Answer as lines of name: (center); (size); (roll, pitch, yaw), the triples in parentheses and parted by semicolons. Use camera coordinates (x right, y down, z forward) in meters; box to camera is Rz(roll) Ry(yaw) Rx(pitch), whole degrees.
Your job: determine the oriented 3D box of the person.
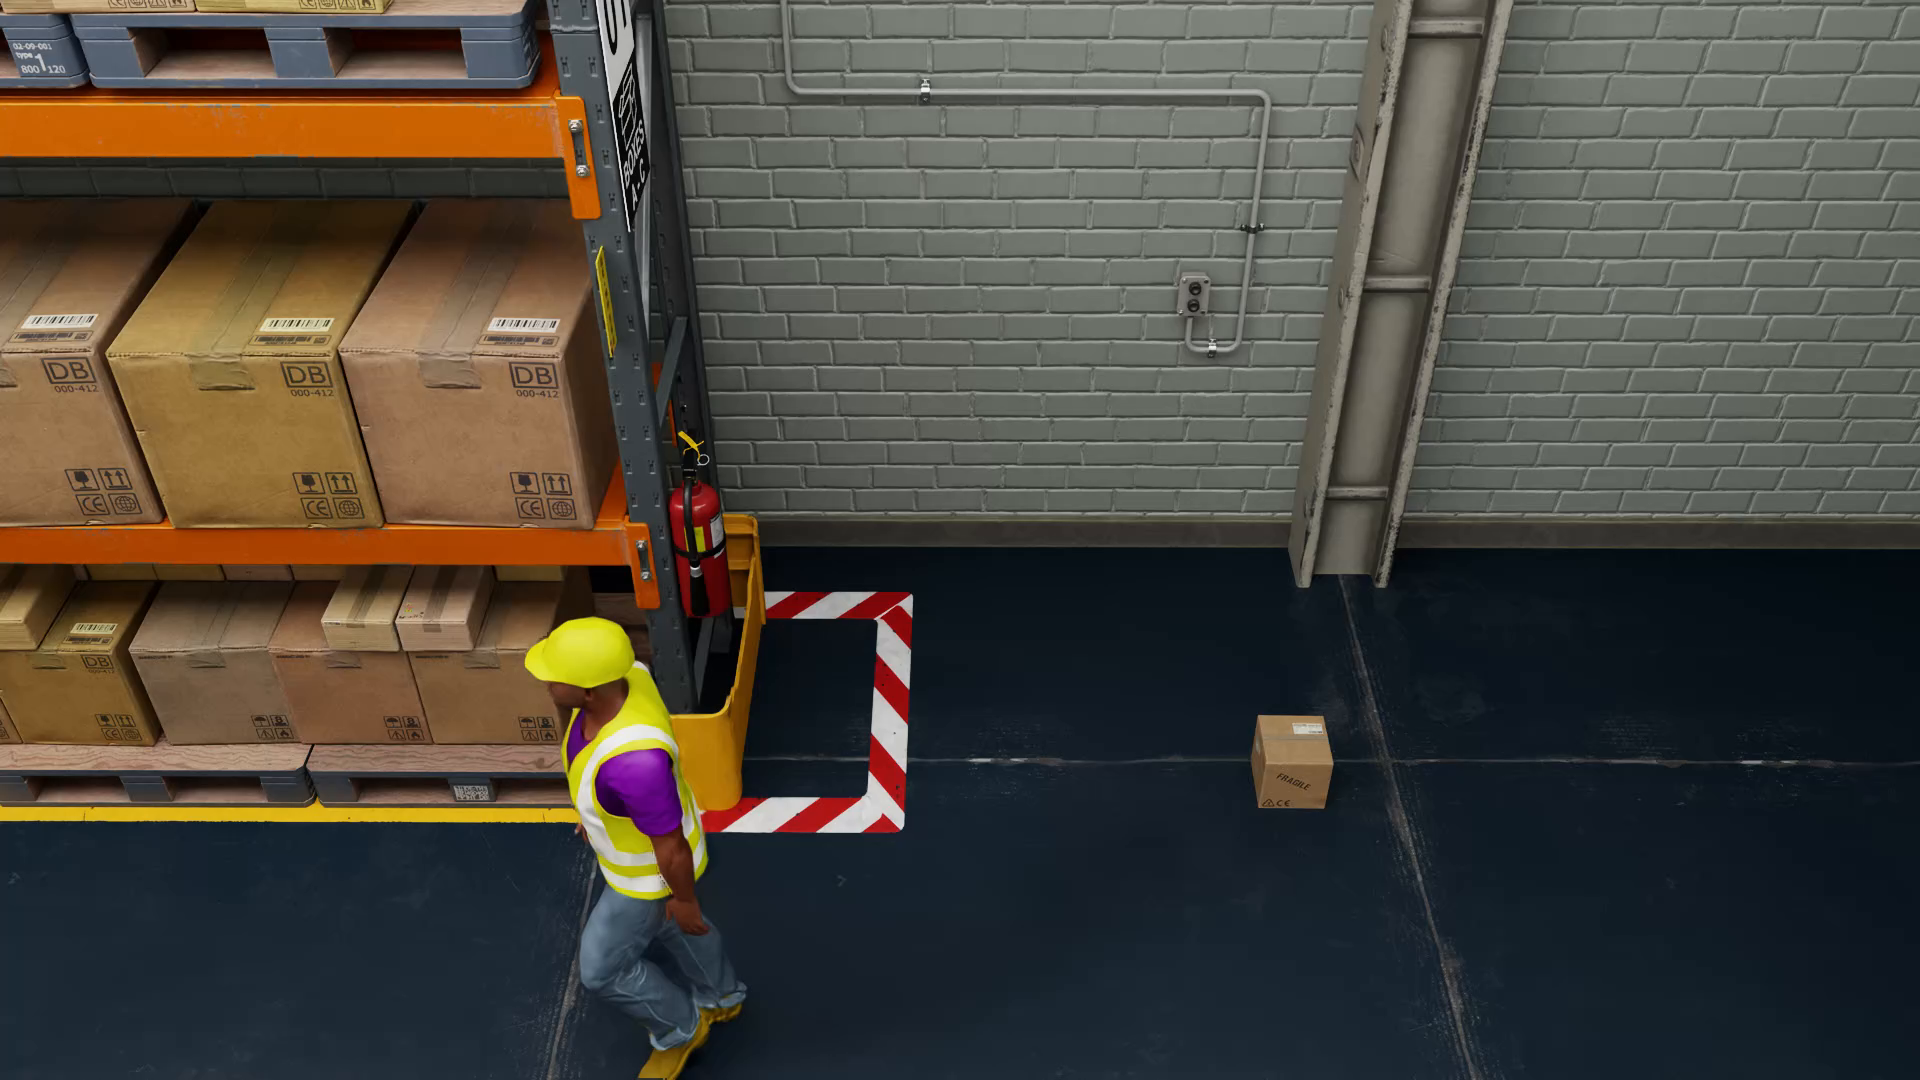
person: (-0.951, 0.925, 5.000); (0.497, 1.794, 0.593); (-10, 40, -11)
